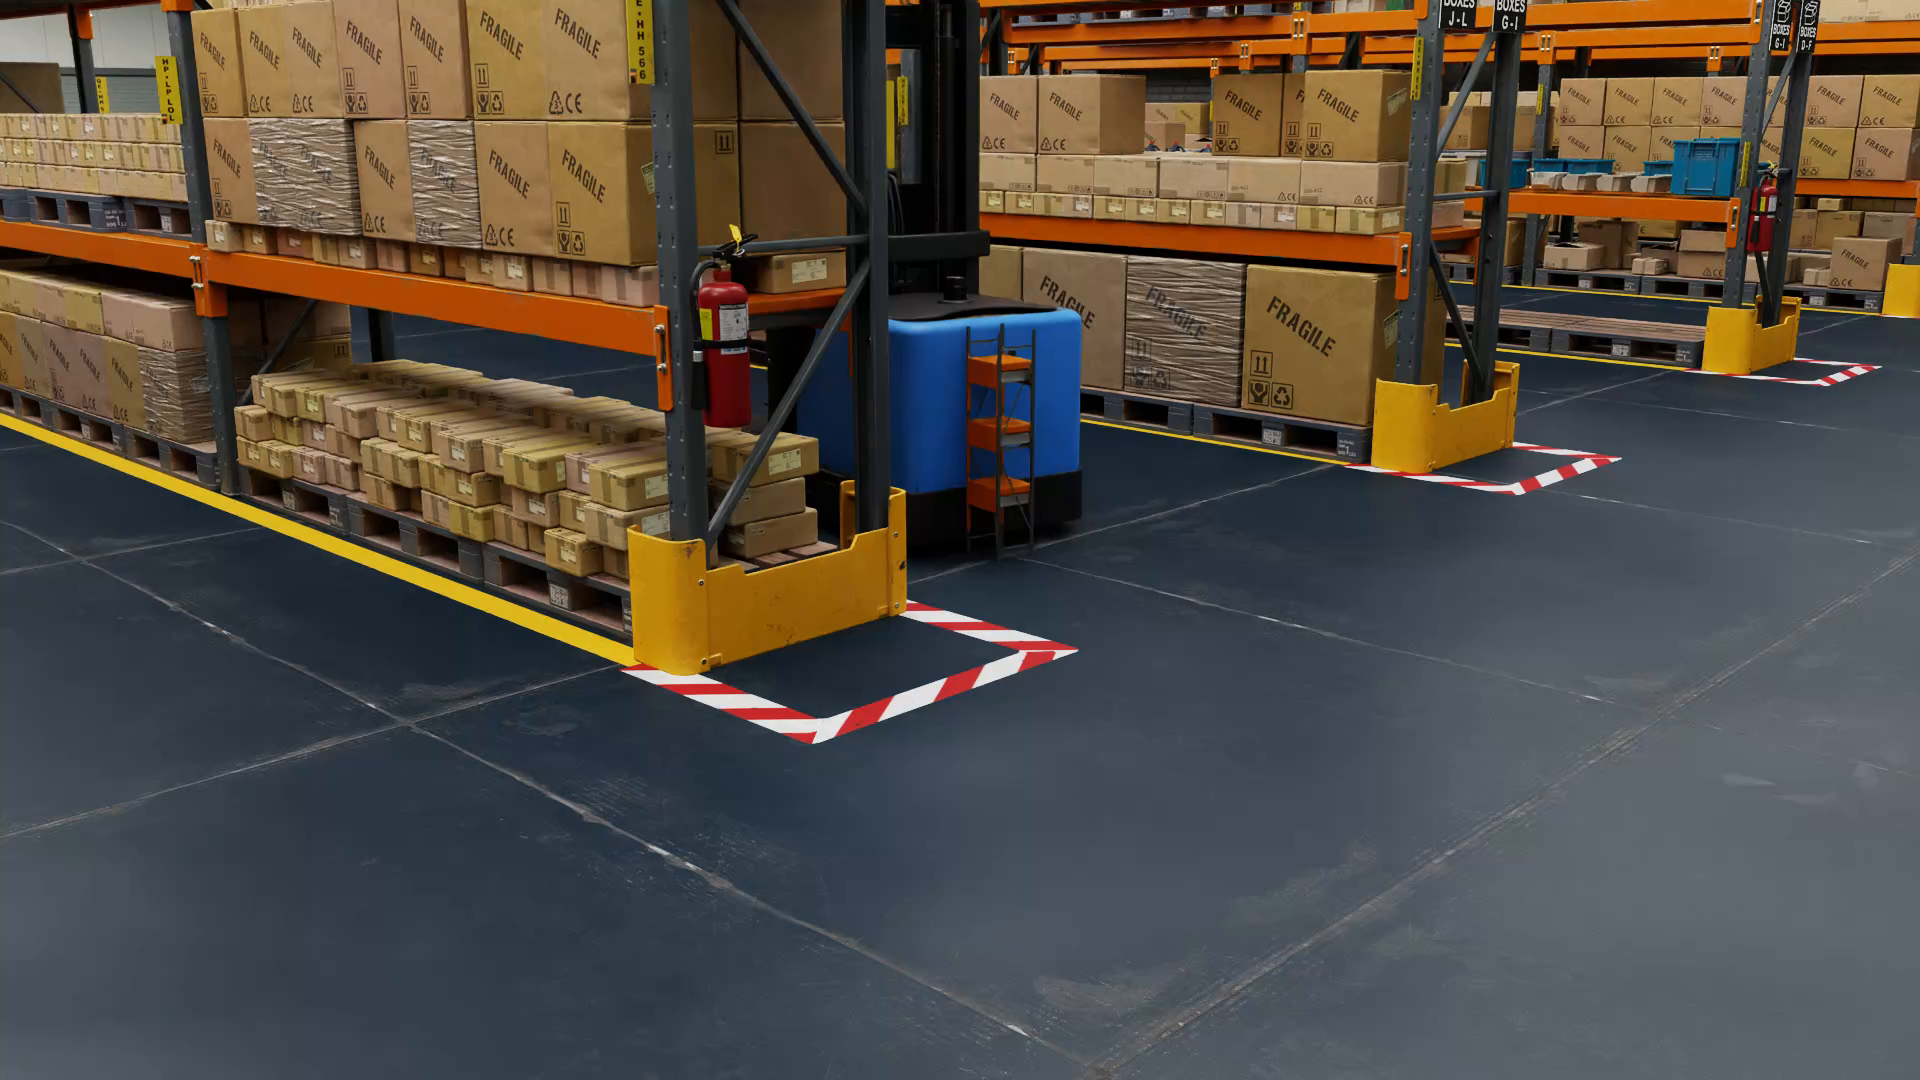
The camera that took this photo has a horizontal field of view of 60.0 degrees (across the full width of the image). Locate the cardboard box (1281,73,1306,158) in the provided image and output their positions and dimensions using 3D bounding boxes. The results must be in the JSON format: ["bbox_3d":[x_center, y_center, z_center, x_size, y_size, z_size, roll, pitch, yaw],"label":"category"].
[{"bbox_3d":[2.331,-2.611,10.225,0.500,0.500,0.500,13,19,41],"label":"cardboard box"}]

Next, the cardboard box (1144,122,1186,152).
[{"bbox_3d":[2.750,-5.493,22.866,0.500,0.500,0.500,12,19,39],"label":"cardboard box"}]

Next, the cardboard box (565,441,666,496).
[{"bbox_3d":[-1.364,-0.286,6.723,0.380,0.149,0.250,-14,20,-43],"label":"cardboard box"}]

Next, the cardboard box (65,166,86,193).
[{"bbox_3d":[-5.101,-2.163,9.950,0.250,0.149,0.380,13,19,40],"label":"cardboard box"}]

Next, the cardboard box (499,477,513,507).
[{"bbox_3d":[-1.742,-0.238,7.129,0.250,0.149,0.380,13,20,42],"label":"cardboard box"}]

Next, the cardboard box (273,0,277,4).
[{"bbox_3d":[-7.309,-5.926,18.283,0.250,0.149,0.380,13,19,40],"label":"cardboard box"}]

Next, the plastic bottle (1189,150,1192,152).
[{"bbox_3d":[2.371,-3.888,17.161,0.097,0.271,0.097,0,15,0],"label":"plastic bottle"}]

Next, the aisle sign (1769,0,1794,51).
[{"bbox_3d":[6.136,-4.048,12.362,0.004,0.787,0.394,14,20,42],"label":"aisle sign"}]

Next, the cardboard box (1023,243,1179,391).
[{"bbox_3d":[1.037,-1.544,11.290,0.875,0.875,0.875,14,20,42],"label":"cardboard box"}]

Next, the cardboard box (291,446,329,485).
[{"bbox_3d":[-3.100,-0.395,8.319,0.250,0.149,0.380,14,20,42],"label":"cardboard box"}]

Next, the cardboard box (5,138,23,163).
[{"bbox_3d":[-5.826,-2.485,10.597,0.250,0.149,0.380,13,19,41],"label":"cardboard box"}]

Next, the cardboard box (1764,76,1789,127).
[{"bbox_3d":[8.476,-4.492,17.042,0.500,0.500,0.500,-14,20,-43],"label":"cardboard box"}]

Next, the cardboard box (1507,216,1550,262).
[{"bbox_3d":[6.669,-3.586,19.831,0.500,0.500,0.500,13,19,40],"label":"cardboard box"}]

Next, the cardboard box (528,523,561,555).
[{"bbox_3d":[-1.576,-0.040,6.959,0.250,0.149,0.380,14,20,42],"label":"cardboard box"}]

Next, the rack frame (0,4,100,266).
[{"bbox_3d":[-6.425,-2.474,11.478,0.127,3.000,1.000,14,20,42],"label":"rack frame"}]

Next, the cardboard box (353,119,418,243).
[{"bbox_3d":[-2.259,-1.565,7.202,0.500,0.500,0.500,-13,20,-41],"label":"cardboard box"}]

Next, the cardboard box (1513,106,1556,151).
[{"bbox_3d":[6.663,-4.829,19.485,0.500,0.500,0.700,7,16,24],"label":"cardboard box"}]

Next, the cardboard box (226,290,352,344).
[{"bbox_3d":[-3.894,-1.308,9.639,0.500,0.250,0.500,13,19,40],"label":"cardboard box"}]

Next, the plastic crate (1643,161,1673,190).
[{"bbox_3d":[5.864,-3.022,13.793,0.300,0.233,0.416,14,20,42],"label":"plastic crate"}]

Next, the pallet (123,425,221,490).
[{"bbox_3d":[-4.107,-0.560,9.664,1.213,0.211,1.003,14,20,42],"label":"pallet"}]

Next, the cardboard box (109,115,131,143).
[{"bbox_3d":[-4.538,-2.317,9.359,0.250,0.149,0.380,14,20,42],"label":"cardboard box"}]

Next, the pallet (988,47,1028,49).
[{"bbox_3d":[0.457,-7.407,24.638,1.213,0.211,1.003,14,20,42],"label":"pallet"}]

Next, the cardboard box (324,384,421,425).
[{"bbox_3d":[-2.865,-0.652,8.125,0.250,0.149,0.380,13,19,41],"label":"cardboard box"}]

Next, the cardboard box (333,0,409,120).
[{"bbox_3d":[-2.297,-2.055,7.098,0.500,0.500,0.500,13,19,40],"label":"cardboard box"}]

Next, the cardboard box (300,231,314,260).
[{"bbox_3d":[-2.912,-1.426,7.953,0.250,0.149,0.380,13,19,40],"label":"cardboard box"}]

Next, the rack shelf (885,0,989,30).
[{"bbox_3d":[-1.470,-4.110,13.234,4.000,0.370,1.077,14,20,42],"label":"rack shelf"}]

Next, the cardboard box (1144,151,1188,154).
[{"bbox_3d":[1.212,-2.519,11.357,0.500,0.250,0.500,-14,20,-43],"label":"cardboard box"}]

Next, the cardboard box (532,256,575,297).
[{"bbox_3d":[-1.441,-1.049,6.509,0.250,0.149,0.380,13,20,42],"label":"cardboard box"}]

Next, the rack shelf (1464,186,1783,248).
[{"bbox_3d":[4.847,-2.857,14.376,4.000,0.370,1.077,14,20,42],"label":"rack shelf"}]

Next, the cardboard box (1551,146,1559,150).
[{"bbox_3d":[8.593,-5.576,23.841,0.250,0.149,0.380,14,20,43],"label":"cardboard box"}]

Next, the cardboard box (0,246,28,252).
[{"bbox_3d":[-7.433,-1.864,12.765,0.750,0.750,1.050,14,20,43],"label":"cardboard box"}]

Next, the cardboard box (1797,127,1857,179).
[{"bbox_3d":[8.841,-3.921,16.834,0.500,0.500,0.500,14,20,43],"label":"cardboard box"}]

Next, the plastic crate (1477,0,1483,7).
[{"bbox_3d":[4.587,-4.726,14.694,0.466,0.136,0.293,14,20,42],"label":"plastic crate"}]

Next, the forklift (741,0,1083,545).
[{"bbox_3d":[-0.632,-1.705,8.664,1.130,2.935,3.031,-9,17,-32],"label":"forklift"}]

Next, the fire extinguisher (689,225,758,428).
[{"bbox_3d":[-0.805,-0.728,5.670,0.183,0.674,0.296,14,20,42],"label":"fire extinguisher"}]

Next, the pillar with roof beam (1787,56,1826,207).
[{"bbox_3d":[8.400,-7.510,18.907,0.400,9.000,9.100,14,20,42],"label":"pillar with roof beam"}]

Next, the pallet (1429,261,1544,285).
[{"bbox_3d":[6.237,-3.240,19.948,1.213,0.211,1.003,14,20,42],"label":"pallet"}]

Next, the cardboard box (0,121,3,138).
[{"bbox_3d":[-6.032,-2.681,10.757,0.250,0.149,0.380,13,19,41],"label":"cardboard box"}]

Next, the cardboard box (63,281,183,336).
[{"bbox_3d":[-5.009,-1.397,9.982,0.500,0.250,0.500,13,19,40],"label":"cardboard box"}]

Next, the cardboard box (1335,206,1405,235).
[{"bbox_3d":[2.364,-1.837,9.533,0.380,0.149,0.250,-14,20,-43],"label":"cardboard box"}]

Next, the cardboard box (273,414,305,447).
[{"bbox_3d":[-3.262,-0.592,8.486,0.250,0.149,0.380,14,20,43],"label":"cardboard box"}]

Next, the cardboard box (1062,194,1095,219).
[{"bbox_3d":[0.885,-2.196,10.909,0.250,0.149,0.380,14,20,43],"label":"cardboard box"}]

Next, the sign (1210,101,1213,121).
[{"bbox_3d":[4.154,-7.073,27.411,0.005,0.325,0.100,14,20,42],"label":"sign"}]

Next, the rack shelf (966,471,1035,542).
[{"bbox_3d":[0.183,-0.155,7.588,0.215,0.259,0.240,-9,17,-32],"label":"rack shelf"}]

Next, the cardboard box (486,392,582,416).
[{"bbox_3d":[-2.016,-0.592,7.897,0.250,0.149,0.380,14,20,42],"label":"cardboard box"}]

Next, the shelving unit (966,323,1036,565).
[{"bbox_3d":[0.183,-0.434,7.516,0.215,1.050,0.252,-9,17,-32],"label":"shelving unit"}]

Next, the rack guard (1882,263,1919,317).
[{"bbox_3d":[9.673,-2.558,16.756,0.348,0.500,1.175,14,20,42],"label":"rack guard"}]

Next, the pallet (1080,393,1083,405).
[{"bbox_3d":[0.463,-1.160,11.964,1.213,0.211,1.003,14,20,42],"label":"pallet"}]

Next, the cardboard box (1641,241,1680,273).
[{"bbox_3d":[7.995,-3.186,18.671,0.500,0.311,0.500,14,20,42],"label":"cardboard box"}]

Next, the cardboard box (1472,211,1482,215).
[{"bbox_3d":[7.843,-5.064,24.849,0.750,0.750,0.750,13,20,41],"label":"cardboard box"}]

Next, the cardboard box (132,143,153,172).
[{"bbox_3d":[-4.336,-2.123,9.207,0.380,0.149,0.250,-13,20,-42],"label":"cardboard box"}]

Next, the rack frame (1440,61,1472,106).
[{"bbox_3d":[7.405,-6.054,25.217,0.127,3.000,1.000,14,20,42],"label":"rack frame"}]

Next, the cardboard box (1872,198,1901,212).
[{"bbox_3d":[11.905,-4.301,21.330,0.250,0.149,0.380,14,20,43],"label":"cardboard box"}]
